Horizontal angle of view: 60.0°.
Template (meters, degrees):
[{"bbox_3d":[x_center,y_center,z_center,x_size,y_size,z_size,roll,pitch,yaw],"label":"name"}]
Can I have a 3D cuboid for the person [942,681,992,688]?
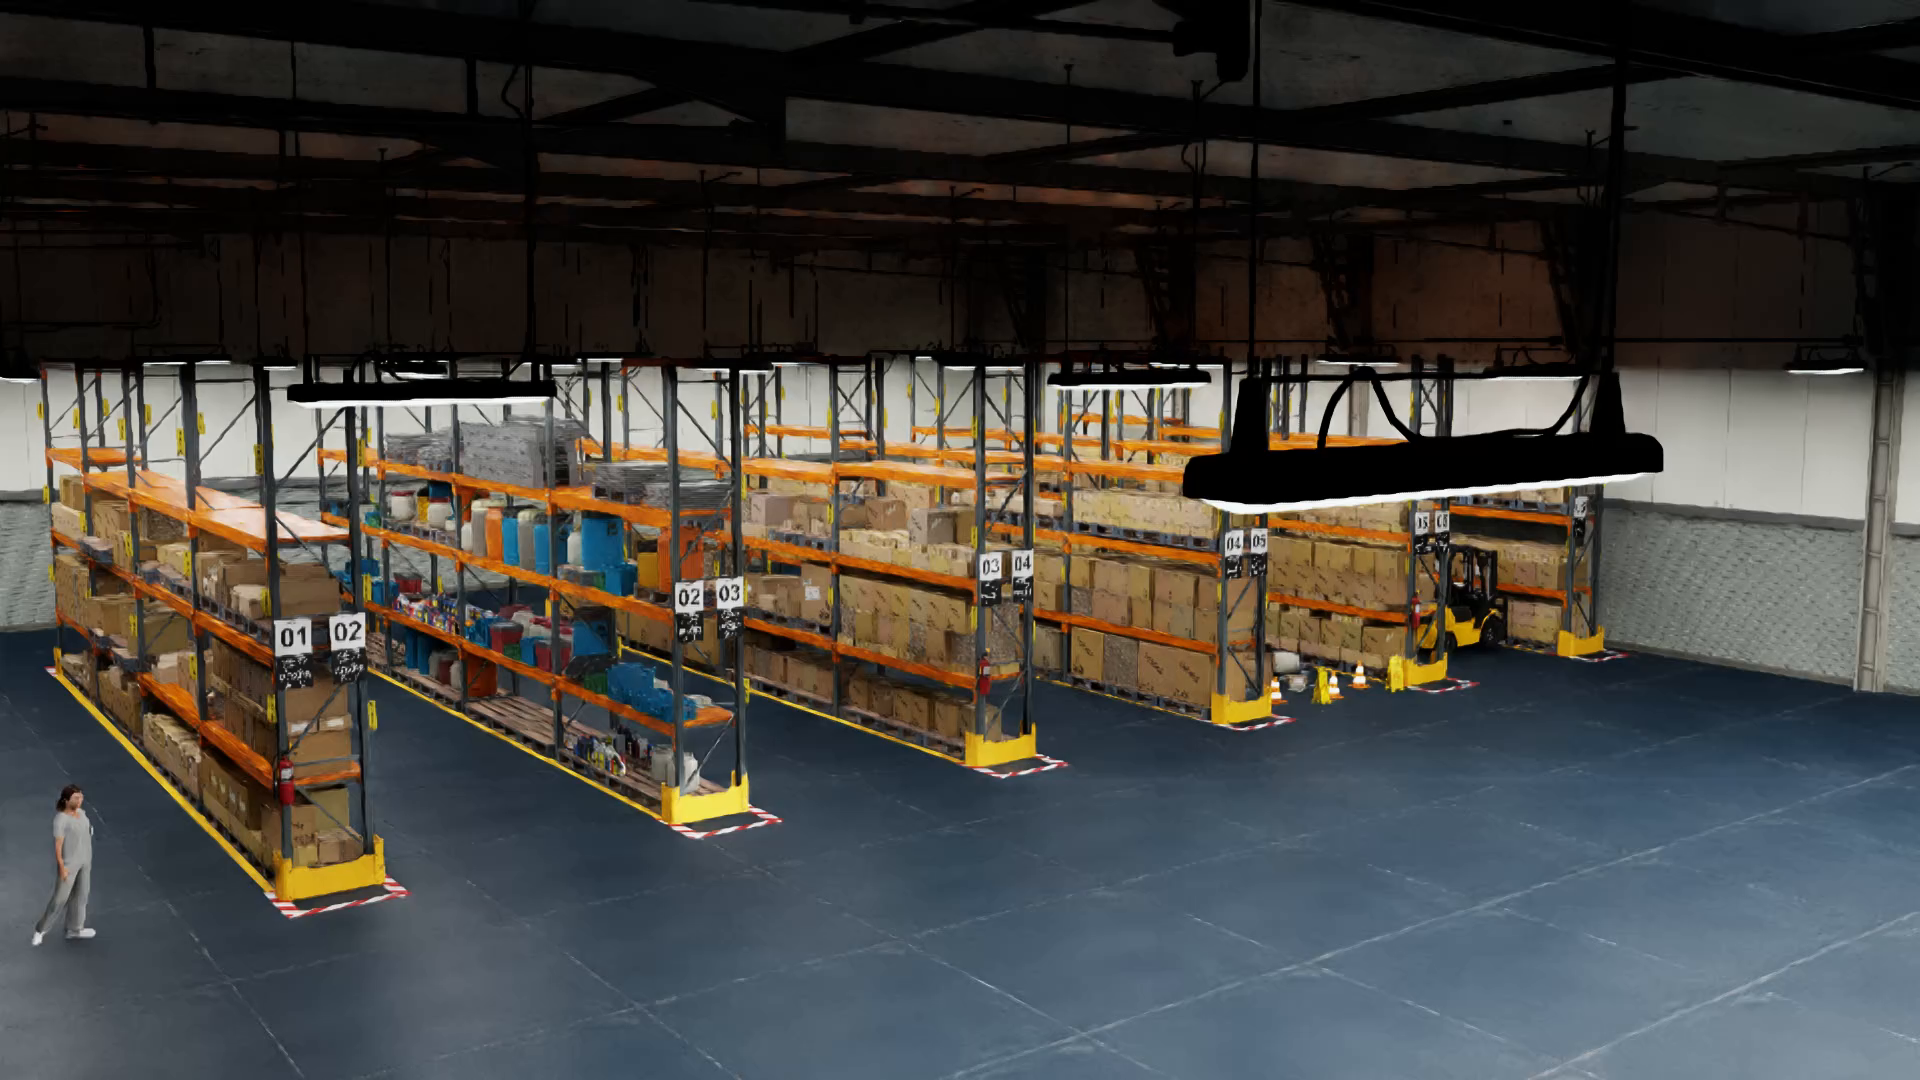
[{"bbox_3d":[0.086,1.867,30.094,0.571,1.706,1.033,-7,10,-44],"label":"person"}]

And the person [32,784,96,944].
[{"bbox_3d":[-9.463,3.414,17.491,0.497,1.664,0.642,1,7,12],"label":"person"}]
